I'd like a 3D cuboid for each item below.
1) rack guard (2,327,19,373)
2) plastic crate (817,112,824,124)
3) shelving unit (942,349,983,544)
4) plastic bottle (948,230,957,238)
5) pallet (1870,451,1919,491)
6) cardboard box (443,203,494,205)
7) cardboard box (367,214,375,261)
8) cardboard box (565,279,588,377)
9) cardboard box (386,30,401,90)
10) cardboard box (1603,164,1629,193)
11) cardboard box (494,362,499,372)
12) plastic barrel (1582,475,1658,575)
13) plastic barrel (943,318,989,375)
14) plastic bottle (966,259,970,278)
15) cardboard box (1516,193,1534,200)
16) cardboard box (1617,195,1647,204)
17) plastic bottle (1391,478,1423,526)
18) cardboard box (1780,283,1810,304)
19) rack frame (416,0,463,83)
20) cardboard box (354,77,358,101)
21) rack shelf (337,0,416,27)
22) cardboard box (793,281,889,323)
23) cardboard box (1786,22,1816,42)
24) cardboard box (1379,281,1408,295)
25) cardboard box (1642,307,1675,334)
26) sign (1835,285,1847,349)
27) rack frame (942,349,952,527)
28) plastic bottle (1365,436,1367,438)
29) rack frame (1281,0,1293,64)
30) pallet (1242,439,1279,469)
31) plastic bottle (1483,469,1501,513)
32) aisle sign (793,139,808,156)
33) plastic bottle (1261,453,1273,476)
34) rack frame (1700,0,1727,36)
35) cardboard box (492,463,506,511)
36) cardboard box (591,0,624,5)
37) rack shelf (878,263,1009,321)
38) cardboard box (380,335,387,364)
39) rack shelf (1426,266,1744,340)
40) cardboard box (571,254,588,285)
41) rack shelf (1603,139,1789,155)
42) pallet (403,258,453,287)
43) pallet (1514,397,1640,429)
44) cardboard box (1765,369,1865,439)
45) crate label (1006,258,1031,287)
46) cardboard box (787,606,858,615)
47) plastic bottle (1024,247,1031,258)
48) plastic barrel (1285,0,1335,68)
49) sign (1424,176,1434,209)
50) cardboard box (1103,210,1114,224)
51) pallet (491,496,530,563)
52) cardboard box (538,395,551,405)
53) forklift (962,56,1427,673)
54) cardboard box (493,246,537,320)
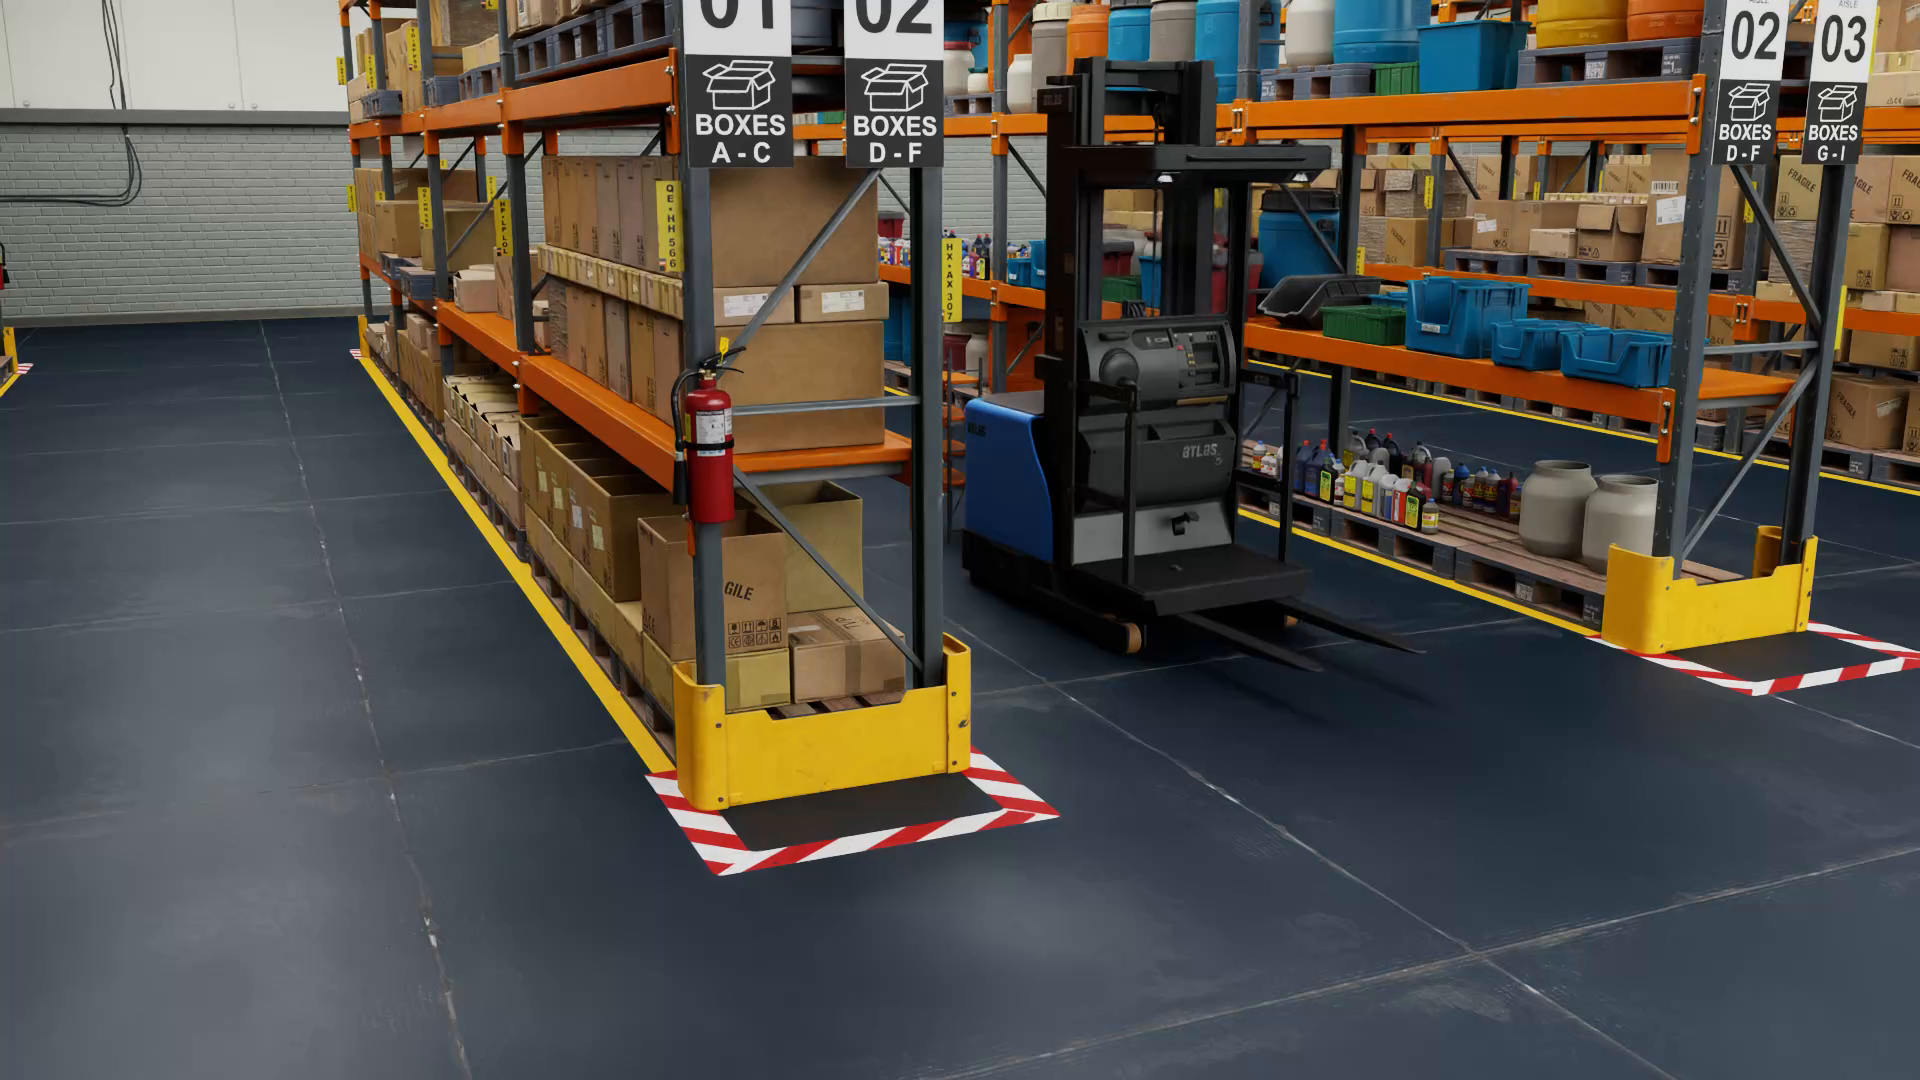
[{"bbox_3d":[-11.506,-2.155,19.073,1.175,0.500,0.348,-6,14,-23],"label":"rack guard"},{"bbox_3d":[-1.474,-4.975,19.434,0.416,0.233,0.300,-6,14,-23],"label":"plastic crate"},{"bbox_3d":[-0.066,-0.619,10.882,0.258,1.200,0.503,-6,14,-23],"label":"shelving unit"},{"bbox_3d":[-0.075,-3.214,18.213,0.144,0.351,0.185,-6,14,-23],"label":"plastic bottle"},{"bbox_3d":[7.720,-0.484,12.495,1.003,0.211,1.213,-6,14,-23],"label":"pallet"},{"bbox_3d":[-4.593,-2.884,15.524,0.700,0.500,0.500,-10,16,-37],"label":"cardboard box"},{"bbox_3d":[-6.415,-3.436,18.841,0.500,0.500,0.500,-5,14,-22],"label":"cardboard box"},{"bbox_3d":[-1.752,-1.186,9.121,0.700,0.500,0.500,-6,14,-24],"label":"cardboard box"},{"bbox_3d":[-5.223,-4.642,16.249,0.600,0.600,0.600,-7,15,-28],"label":"cardboard box"},{"bbox_3d":[11.130,-6.016,27.772,0.500,0.500,0.500,-6,14,-24],"label":"cardboard box"},{"bbox_3d":[-3.890,-1.387,14.780,0.500,0.500,0.500,-6,14,-25],"label":"cardboard box"},{"bbox_3d":[3.656,-0.079,9.144,0.421,0.512,0.421,0,13,0],"label":"plastic barrel"},{"bbox_3d":[0.121,-1.973,17.157,0.600,0.588,0.708,-6,14,-23],"label":"plastic barrel"},{"bbox_3d":[0.110,-2.631,16.027,0.097,0.201,0.097,0,13,0],"label":"plastic bottle"},{"bbox_3d":[7.854,-4.579,23.120,0.500,0.500,0.500,-6,14,-23],"label":"cardboard box"},{"bbox_3d":[8.562,-4.293,21.072,0.380,0.149,0.250,-5,14,-21],"label":"cardboard box"},{"bbox_3d":[2.777,-0.239,10.314,0.152,0.276,0.135,-6,14,-23],"label":"plastic bottle"},{"bbox_3d":[6.825,-1.984,13.347,0.380,0.149,0.250,-6,14,-23],"label":"cardboard box"},{"bbox_3d":[-3.755,-5.086,12.888,1.000,3.000,0.127,-6,14,-23],"label":"rack frame"},{"bbox_3d":[-6.592,-5.112,18.875,0.500,0.250,0.500,-6,14,-23],"label":"cardboard box"},{"bbox_3d":[-6.158,-5.974,18.326,1.077,0.370,4.000,-6,14,-23],"label":"rack shelf"},{"bbox_3d":[-0.510,-0.976,6.773,0.380,0.149,0.250,-6,14,-23],"label":"cardboard box"},{"bbox_3d":[6.828,-4.053,13.918,0.797,0.503,0.637,-6,14,-26],"label":"cardboard box"},{"bbox_3d":[5.066,-2.371,18.244,1.225,0.875,0.875,-6,14,-26],"label":"cardboard box"},{"bbox_3d":[8.974,-2.799,20.923,0.500,0.500,0.500,-6,14,-25],"label":"cardboard box"},{"bbox_3d":[4.496,-1.141,8.533,0.100,0.325,0.005,-6,14,-23],"label":"sign"},{"bbox_3d":[-0.164,-0.669,11.100,0.240,1.200,0.015,-6,14,-23],"label":"rack frame"},{"bbox_3d":[2.883,-0.605,11.880,0.061,0.283,0.133,-5,14,-20],"label":"plastic bottle"},{"bbox_3d":[3.721,-6.806,20.321,1.000,3.000,0.127,-6,14,-23],"label":"rack frame"},{"bbox_3d":[2.037,-0.584,12.924,1.003,0.211,1.213,-6,14,-23],"label":"pallet"},{"bbox_3d":[3.412,-0.316,10.657,0.097,0.271,0.097,0,13,0],"label":"plastic bottle"},{"bbox_3d":[-2.180,-5.571,22.521,0.394,0.787,0.004,-6,14,-23],"label":"aisle sign"},{"bbox_3d":[2.154,-0.508,11.643,0.097,0.201,0.097,0,13,0],"label":"plastic bottle"},{"bbox_3d":[3.990,-3.880,7.677,1.000,3.000,0.127,-6,14,-23],"label":"rack frame"},{"bbox_3d":[-2.785,-0.366,10.966,0.500,0.250,0.500,-6,14,-24],"label":"cardboard box"},{"bbox_3d":[-1.253,-2.386,6.964,0.500,0.250,0.500,-6,14,-23],"label":"cardboard box"},{"bbox_3d":[-0.016,-2.673,17.361,1.077,0.370,4.000,-6,14,-23],"label":"rack shelf"},{"bbox_3d":[-6.146,-2.141,18.456,0.500,0.311,0.500,-6,14,-23],"label":"cardboard box"},{"bbox_3d":[6.125,-2.294,15.723,1.077,0.370,4.000,-6,14,-23],"label":"rack shelf"},{"bbox_3d":[-1.812,-1.418,8.683,0.380,0.149,0.250,-6,14,-25],"label":"cardboard box"},{"bbox_3d":[12.000,-6.303,26.394,1.077,0.370,4.000,-6,14,-23],"label":"rack shelf"},{"bbox_3d":[-4.538,-2.471,15.320,1.003,0.211,1.213,-6,14,-23],"label":"pallet"},{"bbox_3d":[6.120,-1.286,15.956,1.003,0.211,1.213,-6,14,-23],"label":"pallet"},{"bbox_3d":[7.049,-1.131,13.718,0.500,0.500,0.500,-6,14,-25],"label":"cardboard box"},{"bbox_3d":[0.611,-2.407,14.991,0.303,0.233,0.416,-6,14,-23],"label":"crate label"},{"bbox_3d":[-0.765,0.391,7.696,0.500,0.250,0.500,-6,14,-23],"label":"cardboard box"},{"bbox_3d":[0.723,-2.764,16.434,0.152,0.276,0.135,-6,14,-23],"label":"plastic bottle"},{"bbox_3d":[2.380,-3.397,11.064,0.421,0.512,0.421,0,13,0],"label":"plastic barrel"},{"bbox_3d":[4.816,-3.571,17.077,0.100,0.325,0.005,-6,14,-23],"label":"sign"},{"bbox_3d":[2.278,-4.552,23.557,0.500,0.250,0.500,-6,14,-24],"label":"cardboard box"},{"bbox_3d":[-2.483,-0.127,10.951,1.003,0.211,1.213,-6,14,-23],"label":"pallet"},{"bbox_3d":[-2.906,-1.004,12.479,0.500,0.311,0.500,-6,14,-23],"label":"cardboard box"},{"bbox_3d":[1.151,-0.965,8.539,1.130,2.935,3.031,-7,15,-27],"label":"forklift"},{"bbox_3d":[-3.068,-1.867,12.062,0.500,0.500,0.500,-6,15,-26],"label":"cardboard box"}]
